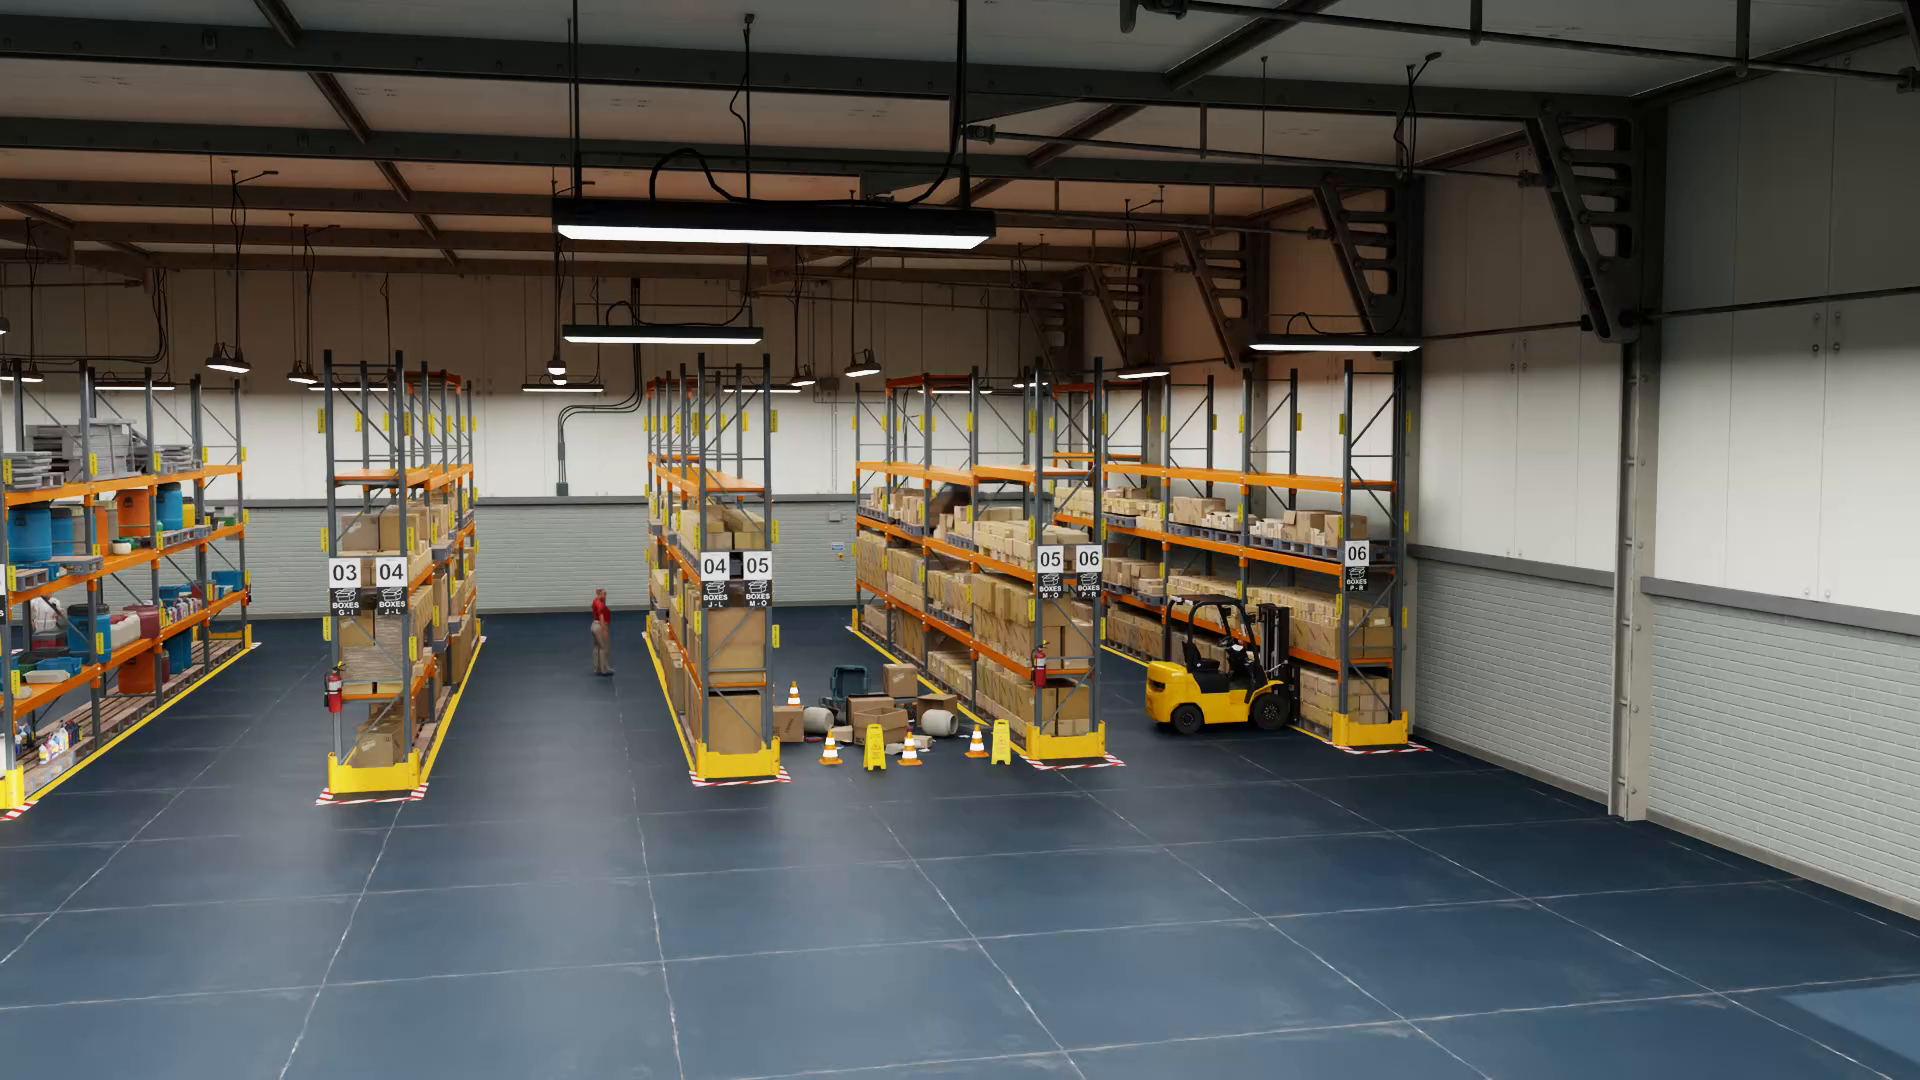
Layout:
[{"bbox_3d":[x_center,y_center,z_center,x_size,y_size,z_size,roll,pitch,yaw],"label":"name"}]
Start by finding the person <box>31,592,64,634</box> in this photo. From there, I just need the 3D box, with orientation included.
[{"bbox_3d":[-18.438,1.807,33.489,0.688,1.818,0.846,-1,4,-13],"label":"person"}]

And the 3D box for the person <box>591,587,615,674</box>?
[{"bbox_3d":[-7.150,1.812,33.329,0.433,1.721,0.600,-2,4,-27],"label":"person"}]
